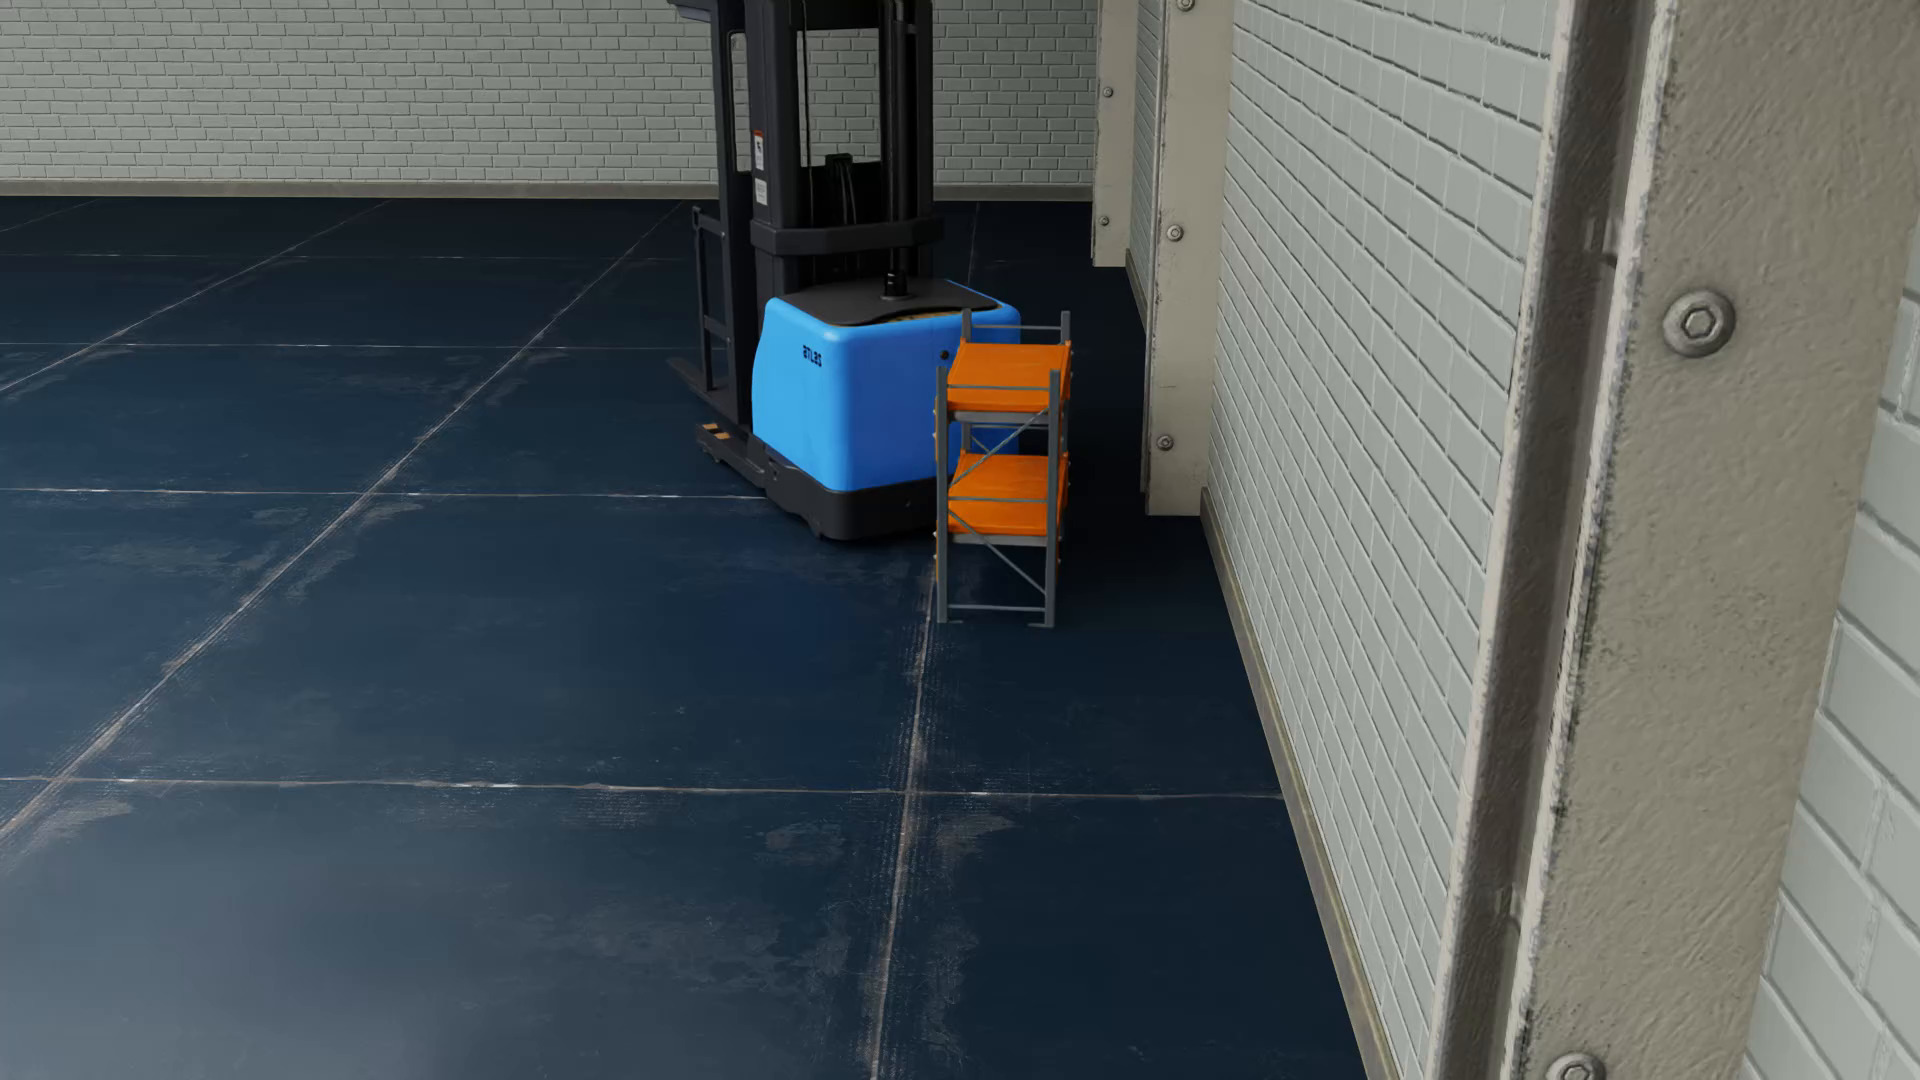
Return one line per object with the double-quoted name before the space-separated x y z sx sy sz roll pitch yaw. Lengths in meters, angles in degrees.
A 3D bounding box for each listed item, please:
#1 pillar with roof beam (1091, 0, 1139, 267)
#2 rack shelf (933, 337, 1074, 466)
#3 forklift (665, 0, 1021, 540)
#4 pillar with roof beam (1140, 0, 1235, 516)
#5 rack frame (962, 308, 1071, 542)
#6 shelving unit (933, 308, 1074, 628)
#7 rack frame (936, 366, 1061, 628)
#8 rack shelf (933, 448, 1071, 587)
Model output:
"pillar with roof beam" -3.028 -6.608 12.619 9.100 9.000 0.400 1 21 2
"rack shelf" 0.206 -0.620 7.262 0.538 0.278 1.000 2 21 5
"forklift" -0.826 -1.857 8.762 1.130 2.935 3.031 -11 24 -26
"pillar with roof beam" -3.211 -4.438 7.028 9.100 9.000 0.400 1 21 2
"rack frame" 0.258 -0.530 7.839 0.500 1.125 0.032 2 21 5
"shelving unit" 0.206 -0.347 7.368 0.538 1.125 1.048 2 21 5
"rack frame" 0.154 -0.164 6.896 0.500 1.125 0.032 2 21 5
"rack shelf" 0.206 -0.119 7.456 0.538 0.278 1.000 2 21 5
